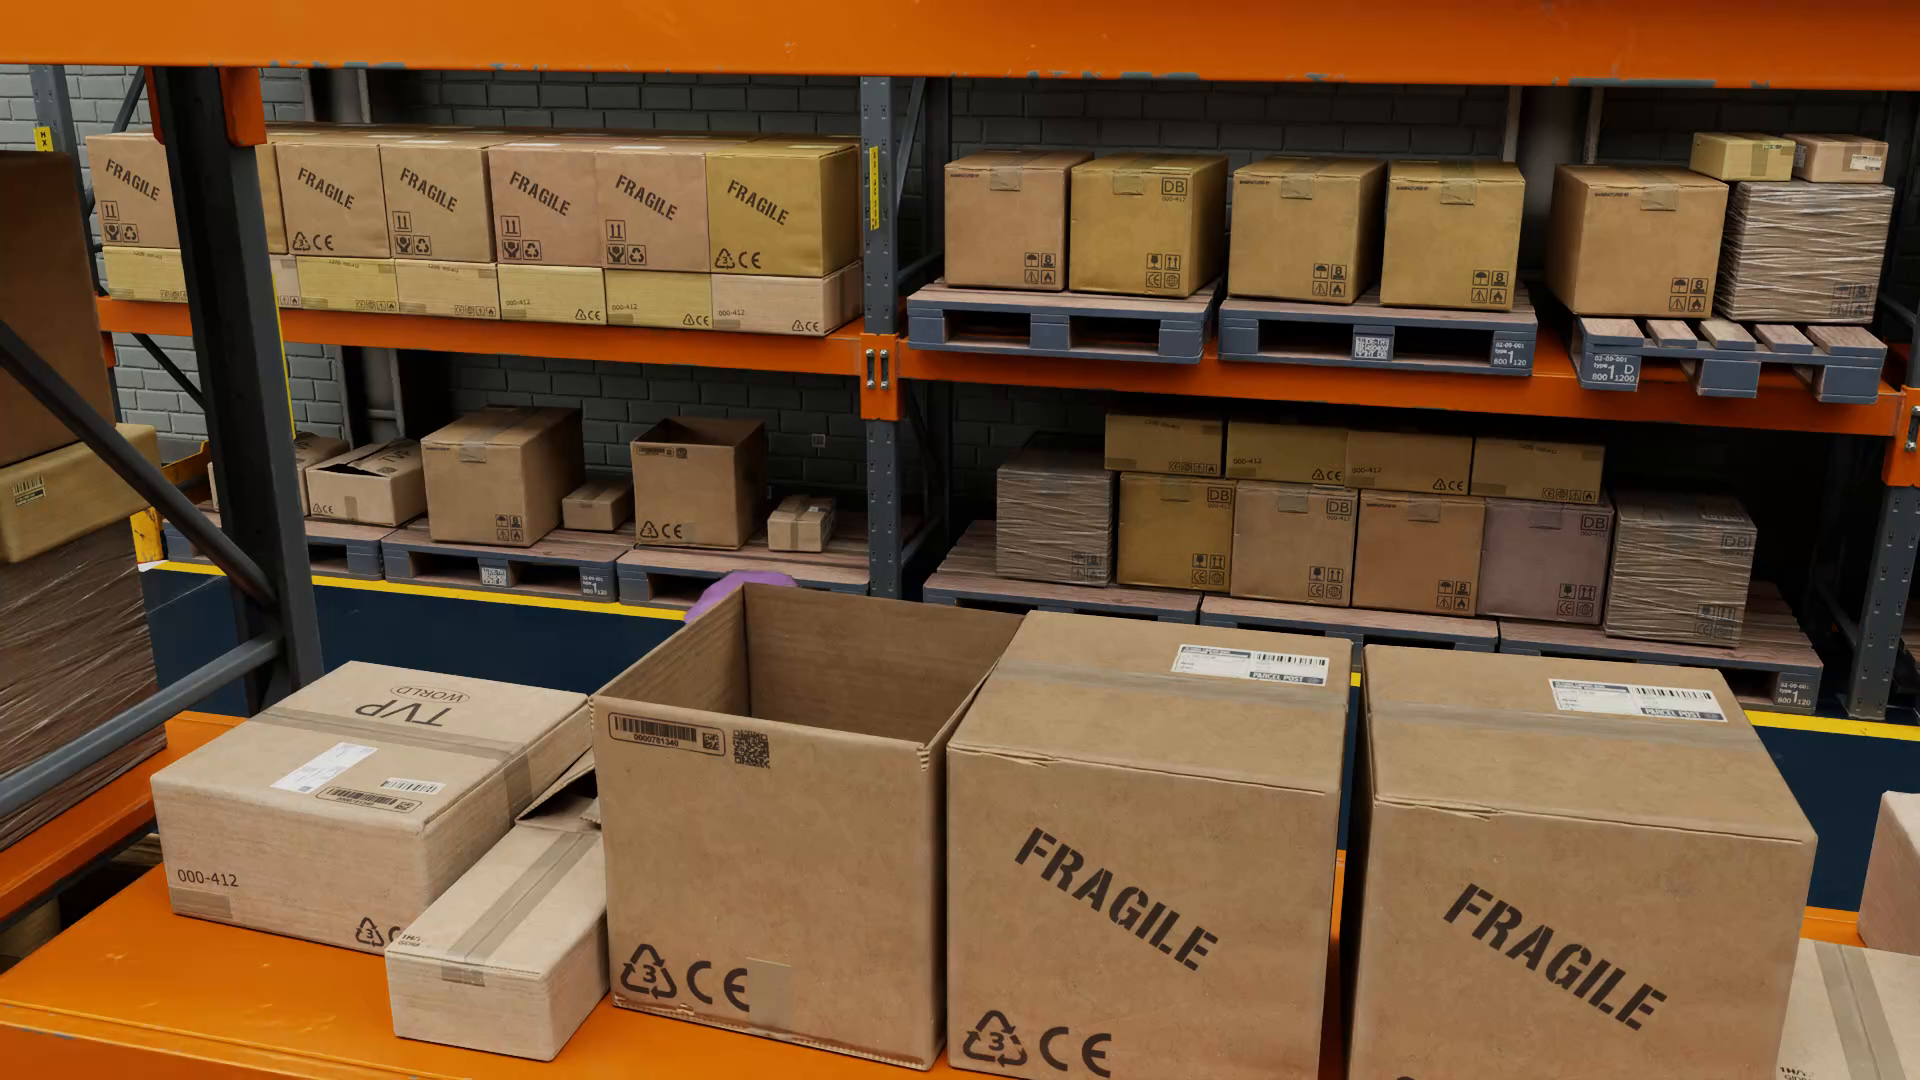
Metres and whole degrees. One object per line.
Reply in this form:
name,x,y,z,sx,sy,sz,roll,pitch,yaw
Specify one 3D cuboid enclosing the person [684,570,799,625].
person,-0.798,0.476,6.134,0.423,0.697,0.860,4,19,12
